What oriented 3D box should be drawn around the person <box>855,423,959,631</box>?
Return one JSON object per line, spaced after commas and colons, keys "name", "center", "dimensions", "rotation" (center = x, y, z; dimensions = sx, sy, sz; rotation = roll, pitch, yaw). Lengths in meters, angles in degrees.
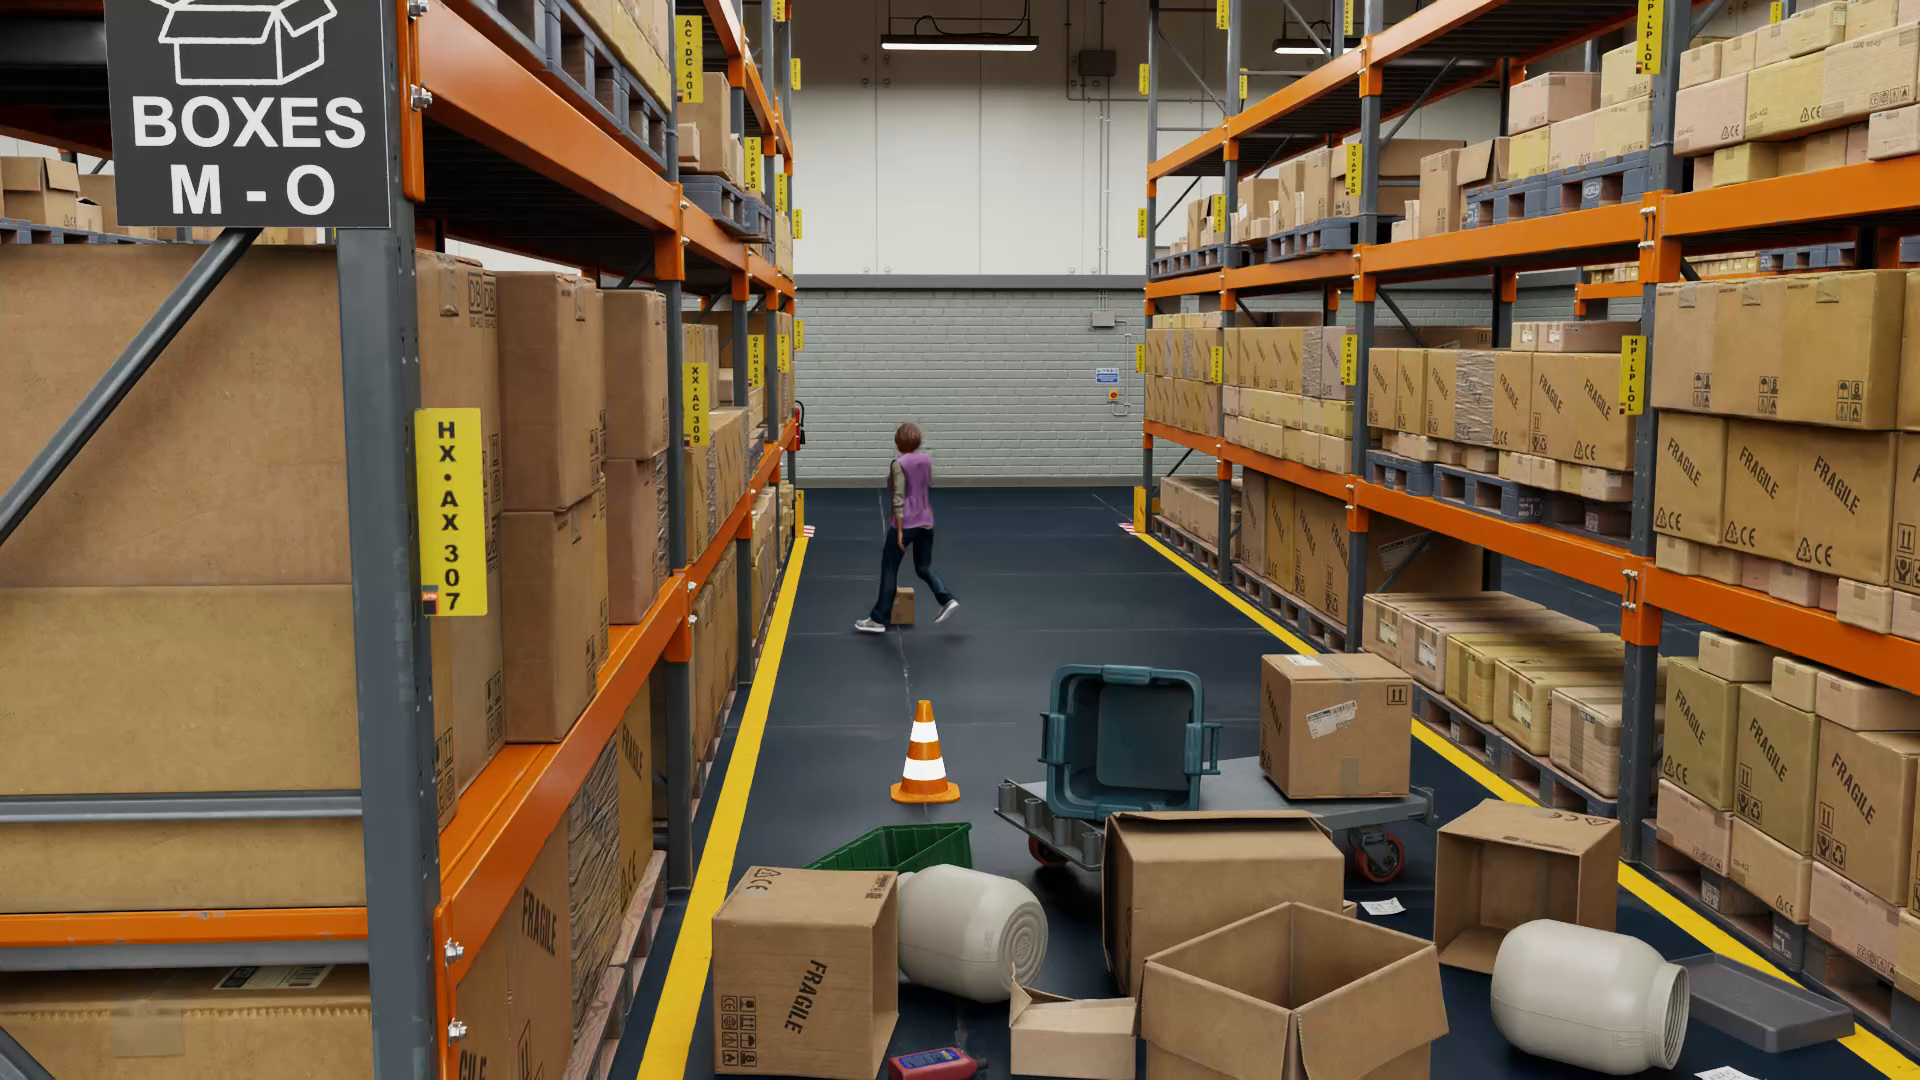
{"name": "person", "center": [-0.385, -0.087, 12.444], "dimensions": [0.510, 1.573, 0.739], "rotation": [-6, 9, -40]}
